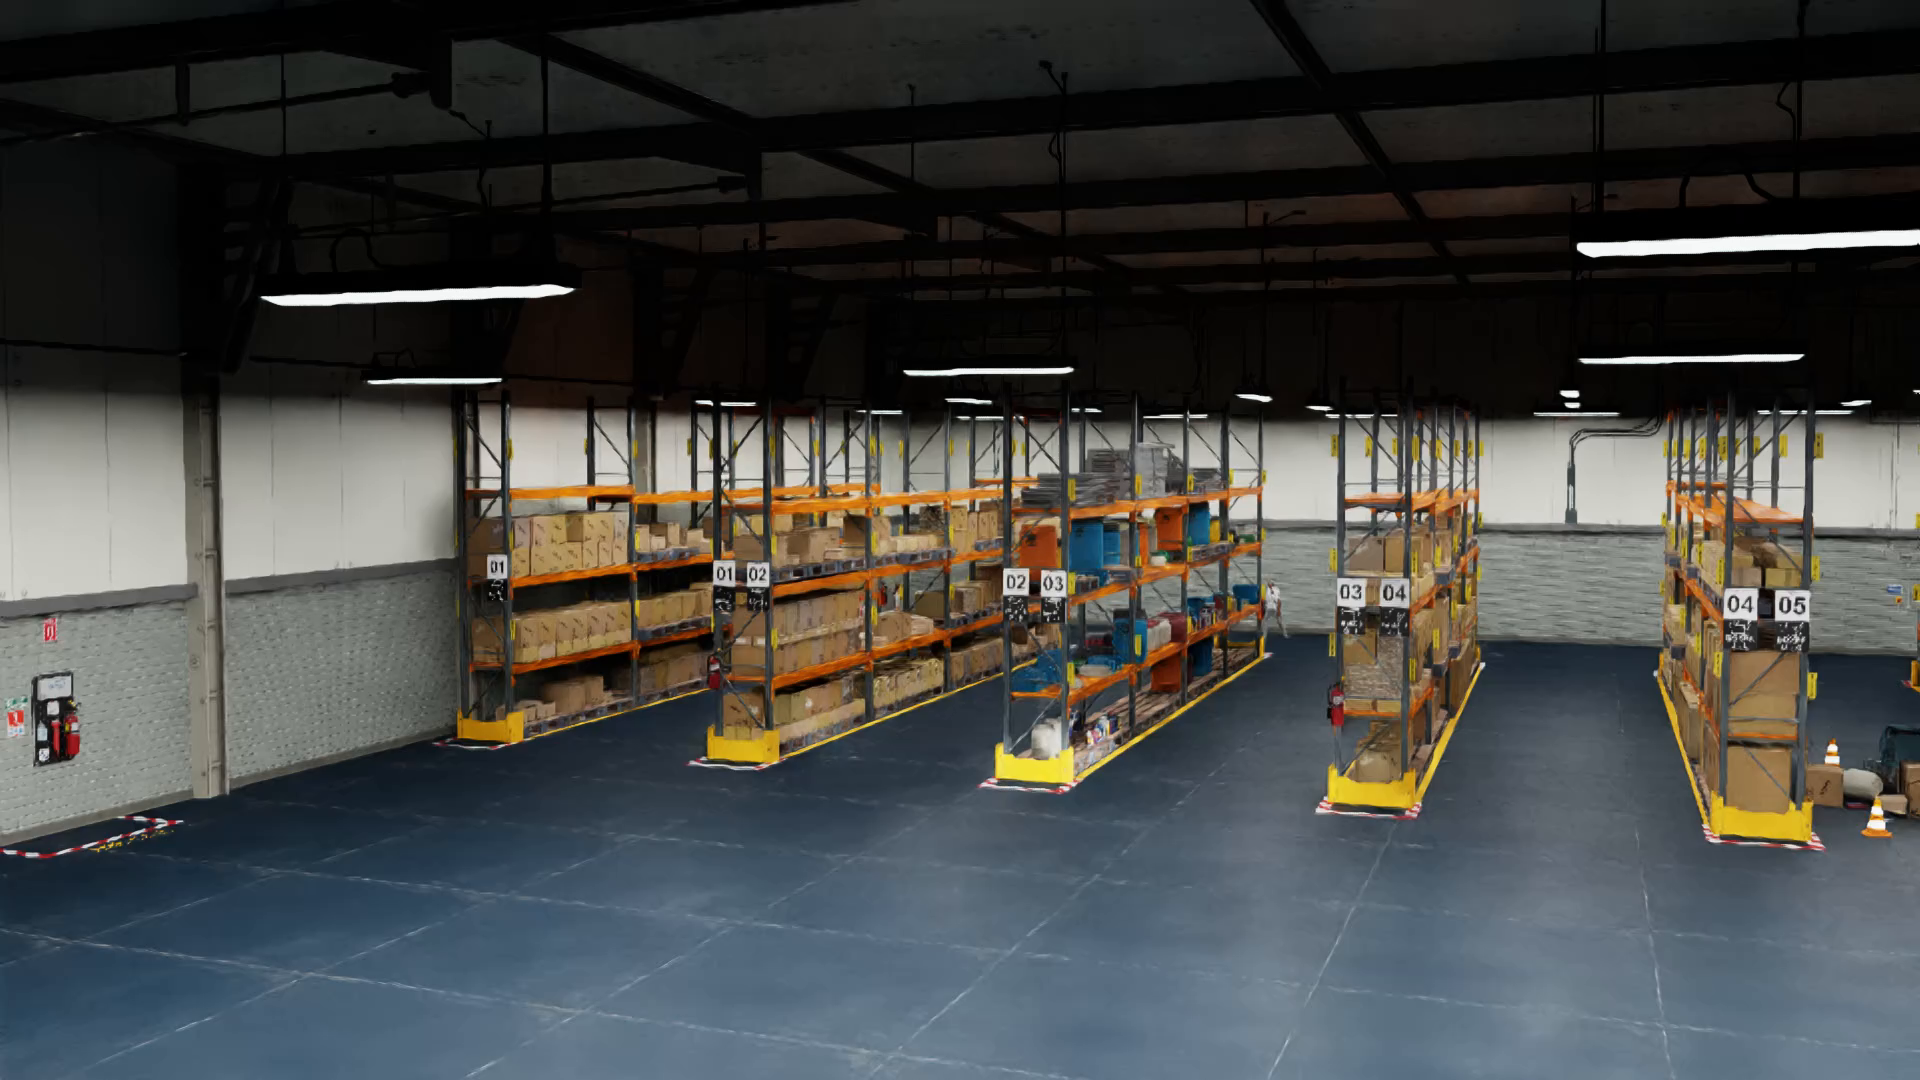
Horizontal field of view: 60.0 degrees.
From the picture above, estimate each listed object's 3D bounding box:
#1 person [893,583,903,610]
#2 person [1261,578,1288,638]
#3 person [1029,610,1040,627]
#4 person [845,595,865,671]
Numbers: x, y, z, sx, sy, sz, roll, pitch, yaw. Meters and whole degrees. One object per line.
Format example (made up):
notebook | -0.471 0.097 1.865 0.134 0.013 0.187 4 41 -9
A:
person | -1.484 1.888 41.002 0.380 1.681 0.598 1 3 12
person | 8.270 1.783 43.771 0.505 1.610 0.937 3 4 41
person | 2.041 1.756 43.985 0.643 1.652 0.485 -1 3 -20
person | -2.290 2.071 37.455 0.565 1.736 1.045 1 3 19
